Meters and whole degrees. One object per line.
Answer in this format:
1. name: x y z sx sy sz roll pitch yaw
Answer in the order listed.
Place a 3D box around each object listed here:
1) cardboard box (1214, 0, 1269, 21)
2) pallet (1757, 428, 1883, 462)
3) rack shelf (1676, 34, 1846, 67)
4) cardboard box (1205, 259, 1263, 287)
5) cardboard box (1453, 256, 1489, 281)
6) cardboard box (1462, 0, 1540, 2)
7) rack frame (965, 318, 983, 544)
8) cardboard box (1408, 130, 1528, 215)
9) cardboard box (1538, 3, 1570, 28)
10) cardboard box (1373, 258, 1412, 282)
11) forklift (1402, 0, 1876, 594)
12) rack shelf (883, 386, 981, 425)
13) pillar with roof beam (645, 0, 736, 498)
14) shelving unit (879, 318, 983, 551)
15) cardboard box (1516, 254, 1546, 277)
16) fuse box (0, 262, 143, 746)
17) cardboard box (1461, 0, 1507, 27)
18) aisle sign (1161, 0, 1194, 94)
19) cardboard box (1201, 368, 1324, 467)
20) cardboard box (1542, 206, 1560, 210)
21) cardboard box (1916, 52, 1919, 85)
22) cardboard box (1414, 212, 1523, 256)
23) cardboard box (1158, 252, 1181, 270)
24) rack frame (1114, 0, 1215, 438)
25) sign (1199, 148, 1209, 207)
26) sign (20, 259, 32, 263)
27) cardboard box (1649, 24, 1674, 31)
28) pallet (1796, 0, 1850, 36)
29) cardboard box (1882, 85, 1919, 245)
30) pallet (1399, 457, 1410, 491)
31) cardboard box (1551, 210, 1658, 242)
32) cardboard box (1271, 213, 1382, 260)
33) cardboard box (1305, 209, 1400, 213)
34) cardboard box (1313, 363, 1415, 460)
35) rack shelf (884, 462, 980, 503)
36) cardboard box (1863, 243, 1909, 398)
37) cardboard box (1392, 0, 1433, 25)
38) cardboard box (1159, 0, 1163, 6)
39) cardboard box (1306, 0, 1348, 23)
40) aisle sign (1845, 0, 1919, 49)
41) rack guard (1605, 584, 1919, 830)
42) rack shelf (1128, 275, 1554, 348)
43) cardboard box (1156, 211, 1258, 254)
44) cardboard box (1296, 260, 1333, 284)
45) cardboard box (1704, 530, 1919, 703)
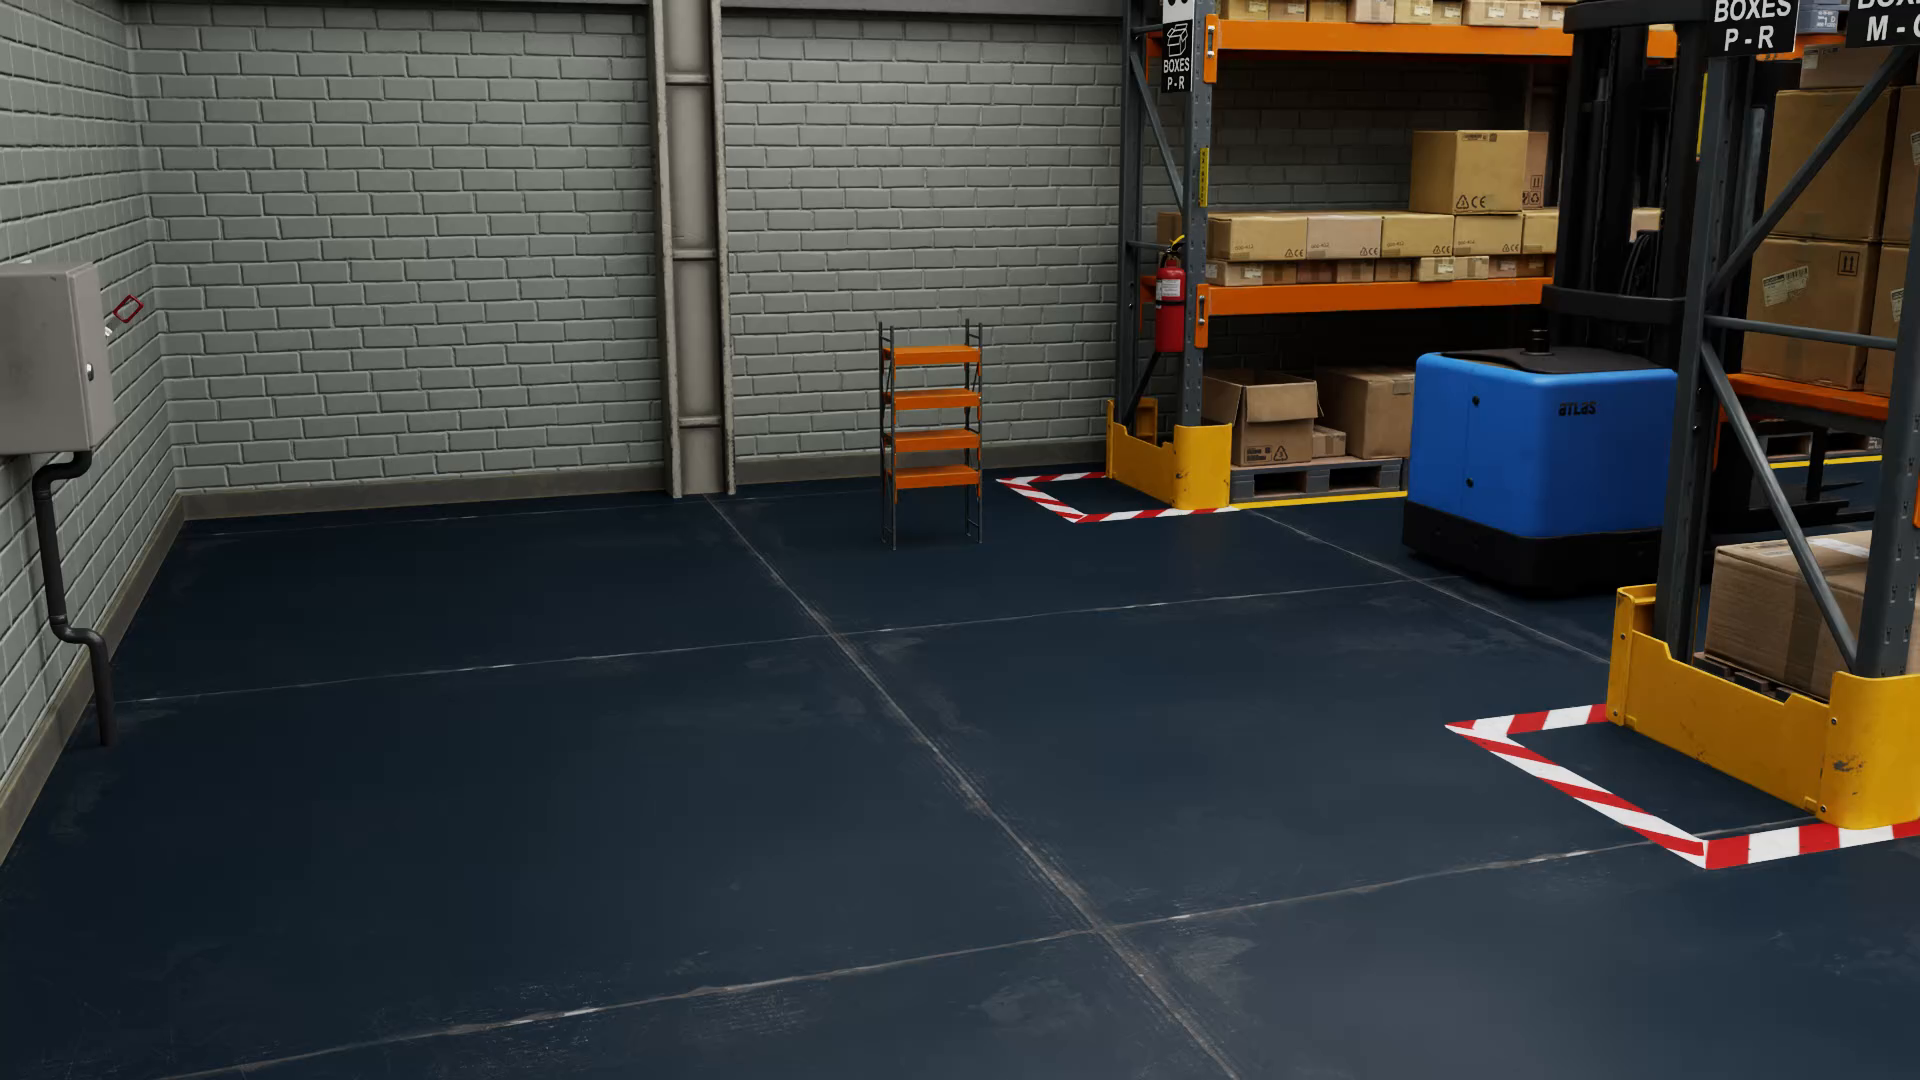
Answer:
1. cardboard box: 1.591 -3.076 9.651 0.250 0.149 0.380 -4 14 -17
2. pallet: 5.765 -0.773 11.936 1.213 0.211 1.003 -4 14 -18
3. rack shelf: 6.902 -3.318 11.683 4.000 0.370 1.077 -4 14 -18
4. cardboard box: 1.614 -1.608 9.963 0.250 0.149 0.380 -5 14 -18
5. cardboard box: 3.094 -1.716 10.417 0.250 0.149 0.380 -4 14 -17
6. cardboard box: 3.170 -3.390 10.112 0.500 0.250 0.500 -5 14 -19
7. rack frame: 0.074 -0.590 9.028 0.015 1.200 0.240 -4 14 -18
8. cardboard box: 3.153 -2.288 10.339 0.500 0.500 0.500 -4 14 -17
9. cardboard box: 3.535 -3.221 10.264 0.250 0.149 0.380 -4 14 -17
10. cardboard box: 2.587 -1.690 10.308 0.250 0.149 0.380 -4 14 -17
11. forklift: 3.896 -1.360 8.528 3.031 2.935 1.130 -5 14 -20
12. rack shelf: -0.157 -0.724 8.916 0.480 0.148 0.258 -4 14 -18
13. pillar with roof beam: -0.255 -3.739 5.416 0.400 9.000 9.100 -4 14 -18
14. shelving unit: -0.157 -0.571 8.953 0.503 1.200 0.258 -4 14 -18
15. cardboard box: 3.535 -1.779 10.681 0.250 0.149 0.380 -4 14 -17
16. fuse box: -3.067 -0.101 5.869 0.414 1.711 0.539 -4 14 -18
17. cardboard box: 3.075 -3.167 10.038 0.250 0.149 0.380 -4 14 -18
18. aisle sign: 1.244 -2.961 9.492 0.004 0.787 0.394 -4 14 -18
19. cardboard box: 1.825 -0.780 10.428 0.637 0.503 0.797 -5 14 -20
20. cardboard box: 3.977 -2.117 11.242 0.500 0.250 0.500 -5 14 -19
21. cardboard box: 3.226 -1.494 5.162 0.250 0.149 0.380 -4 14 -17
22. cardboard box: 3.166 -1.930 10.455 0.500 0.250 0.500 -5 14 -20
23. cardboard box: 1.443 -1.727 10.464 0.250 0.149 0.380 -5 14 -19
24. rack frame: 1.215 -1.766 10.085 0.127 3.000 1.000 -4 14 -18
25. sign: 1.388 -2.068 9.484 0.005 0.325 0.100 -4 14 -18
26. sign: -3.421 -0.775 6.123 0.001 0.494 0.329 -4 14 -18
27. cardboard box: 4.269 -3.272 10.476 0.250 0.149 0.380 -4 14 -16
28. pallet: 5.647 -3.462 11.138 1.003 0.211 1.213 -4 14 -18
29. cardboard box: 3.347 -1.186 5.268 0.500 0.500 0.500 -5 14 -19
30. pallet: 3.197 -0.563 11.054 1.213 0.211 1.003 -4 14 -18
31. cardboard box: 4.131 -2.002 10.757 0.500 0.250 0.500 -4 14 -18
32. cardboard box: 2.209 -1.849 10.117 0.500 0.250 0.500 -4 14 -17
33. cardboard box: 2.526 -2.003 10.763 0.500 0.250 0.500 -4 14 -16
34. cardboard box: 2.648 -0.833 10.657 0.500 0.500 0.700 -4 14 -16
35. rack shelf: -0.157 -0.313 9.014 0.480 0.148 0.258 -4 14 -18
36. cardboard box: 3.348 -0.699 5.382 0.500 0.500 0.500 -5 14 -19
37. cardboard box: 2.595 -3.133 9.891 0.250 0.149 0.380 -4 14 -18
38. cardboard box: 1.550 -3.389 10.110 0.500 0.250 0.500 -5 14 -19
39. cardboard box: 2.080 -3.116 9.821 0.250 0.149 0.380 -4 14 -18
40. aisle sign: 2.826 -1.873 4.919 0.004 0.787 0.394 -4 14 -18
41. rack guard: 2.779 0.540 5.791 0.348 0.500 1.175 -4 14 -18
42. rack shelf: 3.111 -1.564 10.789 4.000 0.370 1.077 -4 14 -18
43. cardboard box: 1.566 -1.930 10.455 0.500 0.250 0.500 -4 14 -16
44. cardboard box: 2.078 -1.664 10.198 0.250 0.149 0.380 -5 14 -19
45. cardboard box: 3.395 0.294 6.054 0.875 0.438 0.875 -5 14 -20
